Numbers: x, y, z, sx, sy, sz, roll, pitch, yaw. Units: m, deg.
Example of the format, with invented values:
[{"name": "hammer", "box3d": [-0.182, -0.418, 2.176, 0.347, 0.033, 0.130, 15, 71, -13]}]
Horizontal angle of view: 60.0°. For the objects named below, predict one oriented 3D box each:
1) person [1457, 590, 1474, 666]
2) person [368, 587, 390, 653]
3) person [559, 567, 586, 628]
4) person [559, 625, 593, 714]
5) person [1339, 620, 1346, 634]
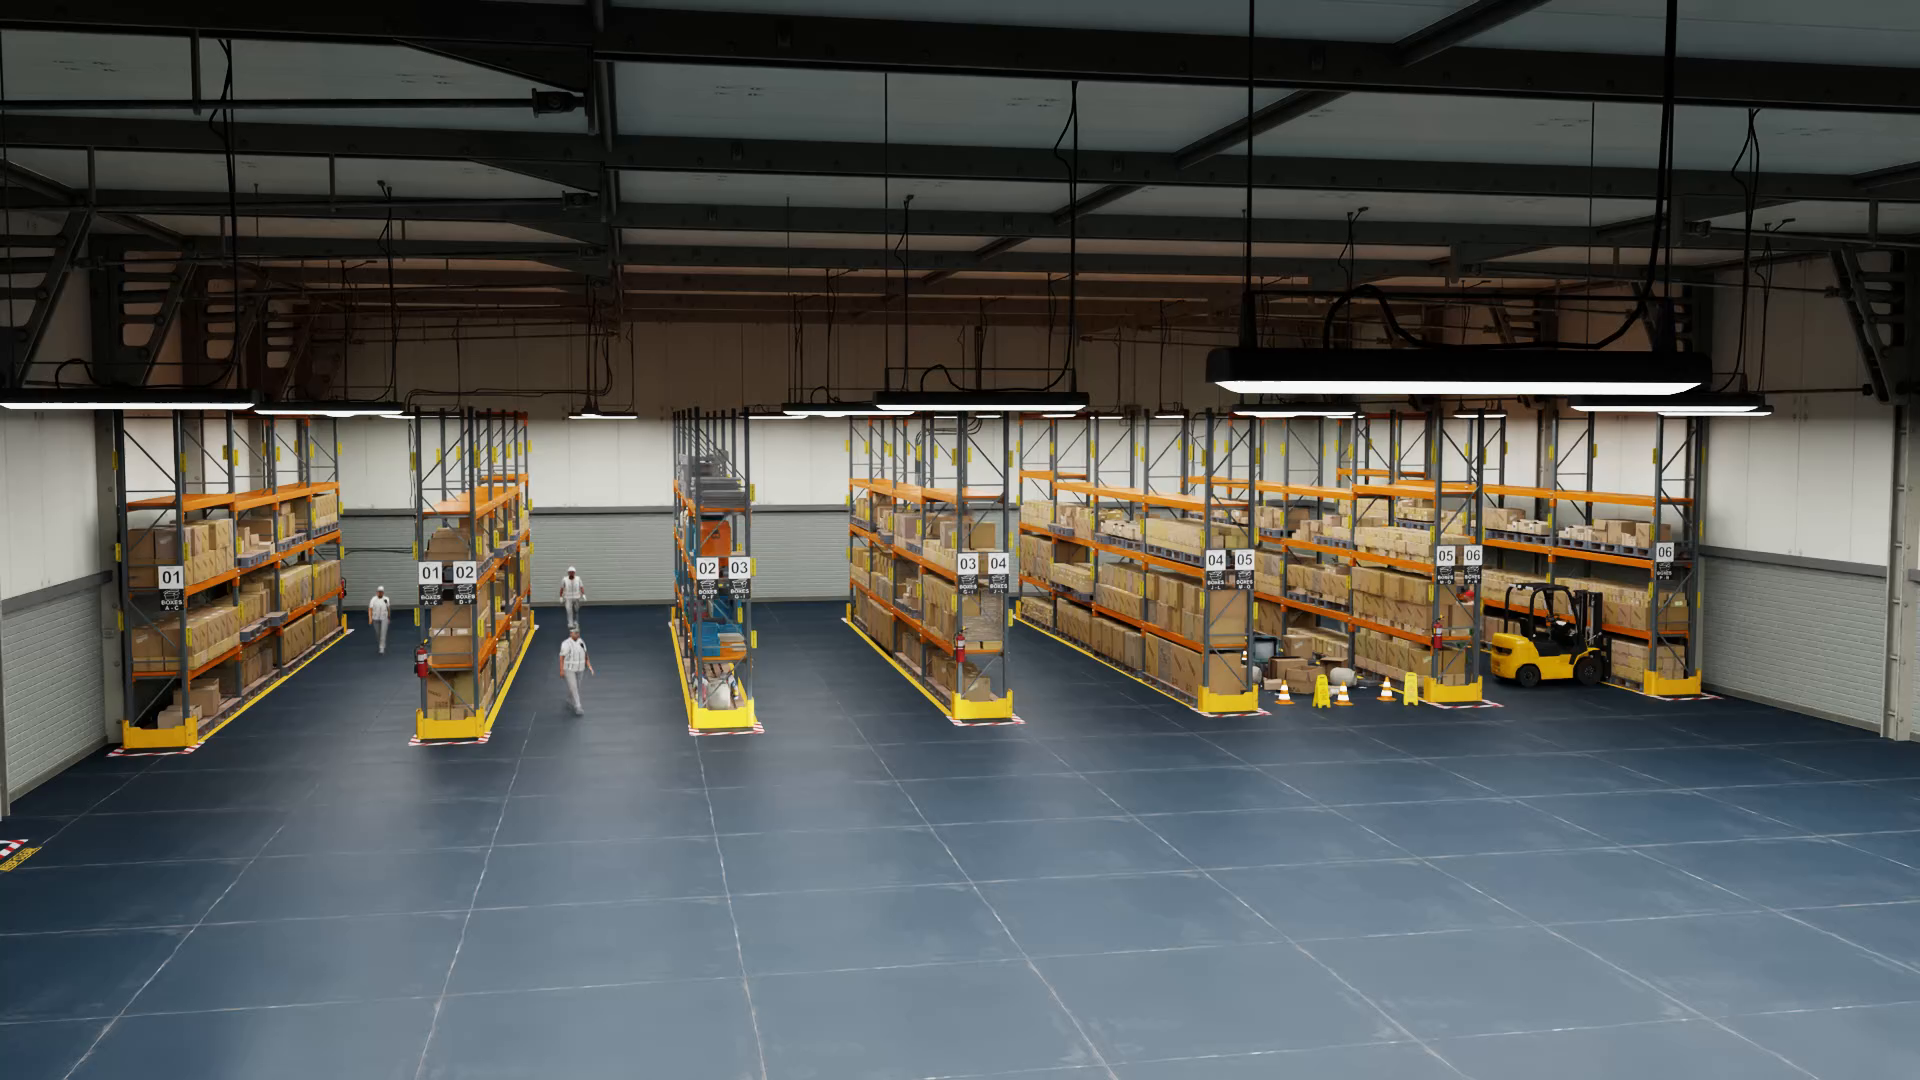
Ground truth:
[{"name": "person", "box3d": [11.947, 2.057, 38.861, 0.523, 1.769, 0.543, -2, 4, -24]}, {"name": "person", "box3d": [-14.403, 1.968, 41.258, 0.494, 1.601, 1.001, 0, 4, -6]}, {"name": "person", "box3d": [-10.675, 1.595, 45.811, 0.688, 1.723, 1.148, -1, 4, -18]}, {"name": "person", "box3d": [-7.570, 2.513, 32.703, 0.618, 1.693, 1.108, -3, 5, -40]}, {"name": "person", "box3d": [9.971, 1.841, 42.945, 0.512, 1.674, 0.516, -1, 4, -13]}]
